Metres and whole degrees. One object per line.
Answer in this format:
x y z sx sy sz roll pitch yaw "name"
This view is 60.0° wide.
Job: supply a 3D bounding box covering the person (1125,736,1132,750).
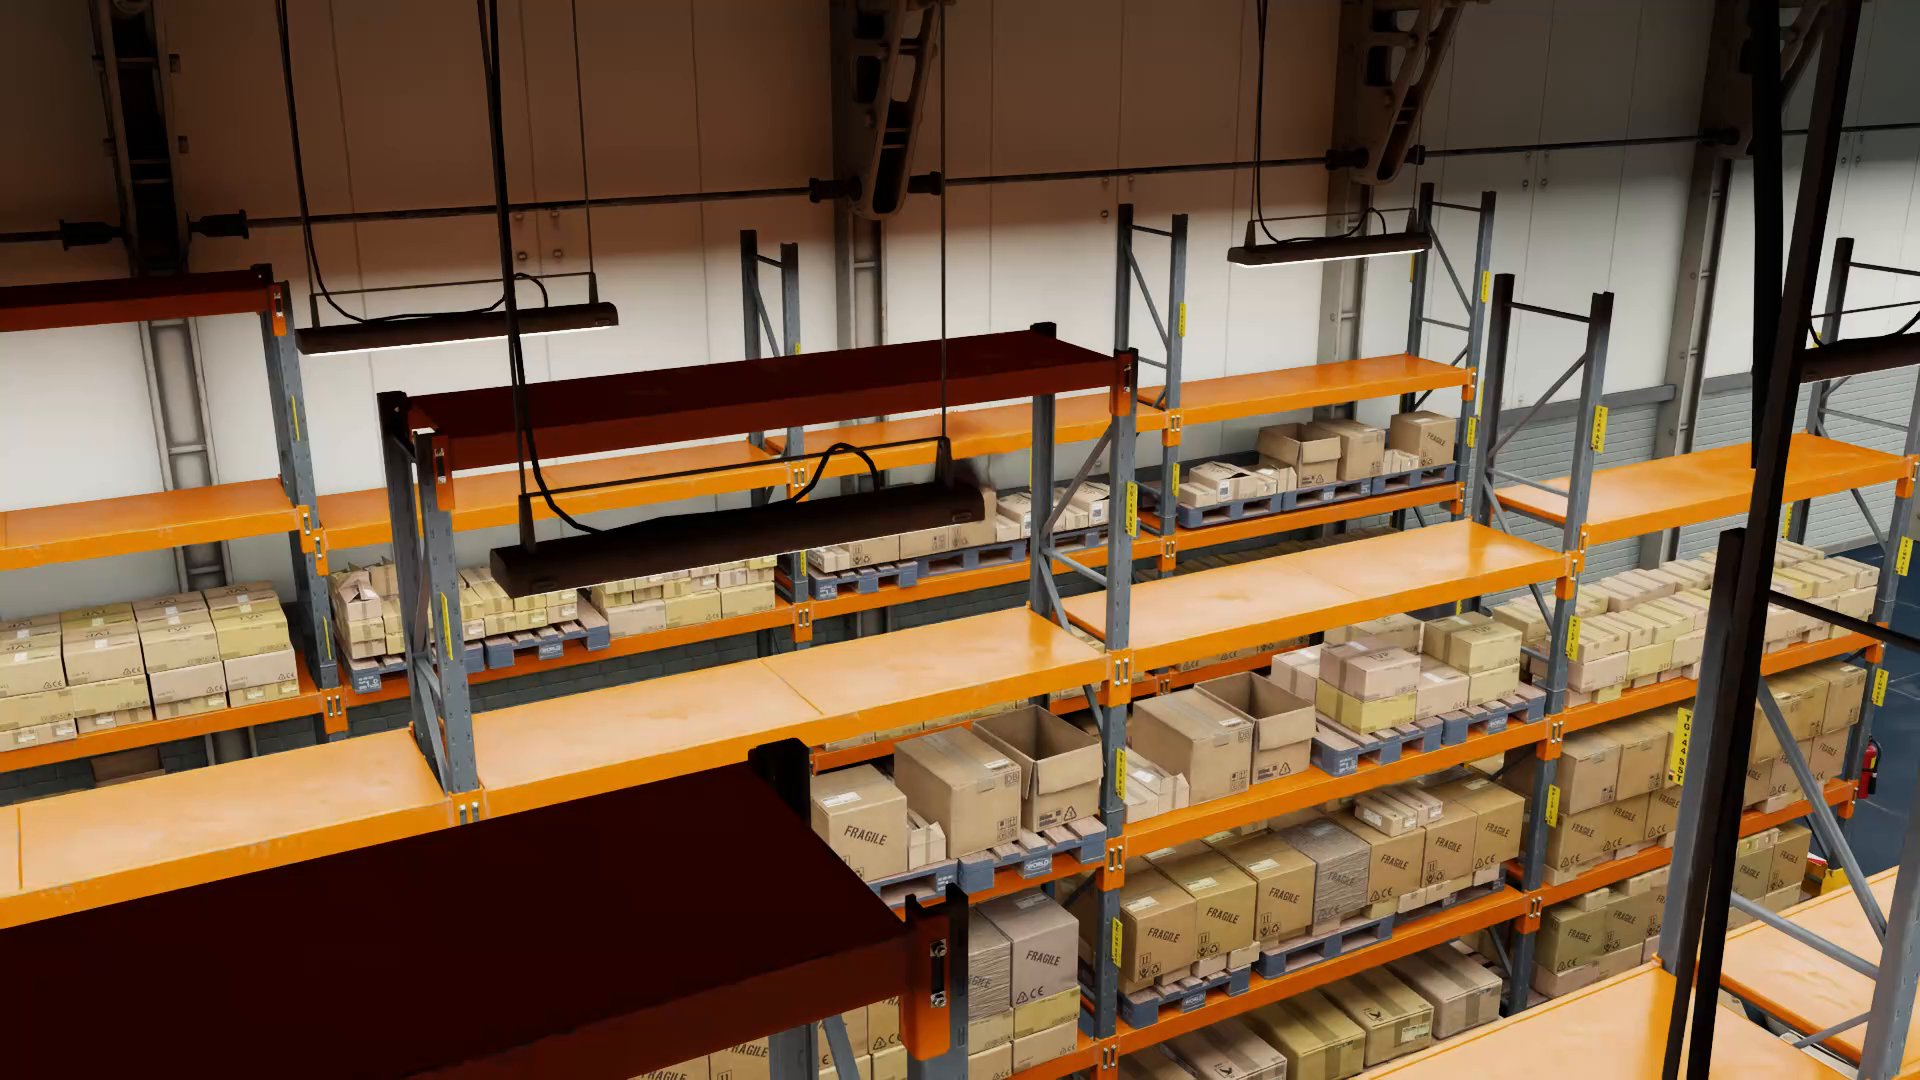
1.388 2.406 14.825 0.465 1.563 0.512 5 19 15 "person"
